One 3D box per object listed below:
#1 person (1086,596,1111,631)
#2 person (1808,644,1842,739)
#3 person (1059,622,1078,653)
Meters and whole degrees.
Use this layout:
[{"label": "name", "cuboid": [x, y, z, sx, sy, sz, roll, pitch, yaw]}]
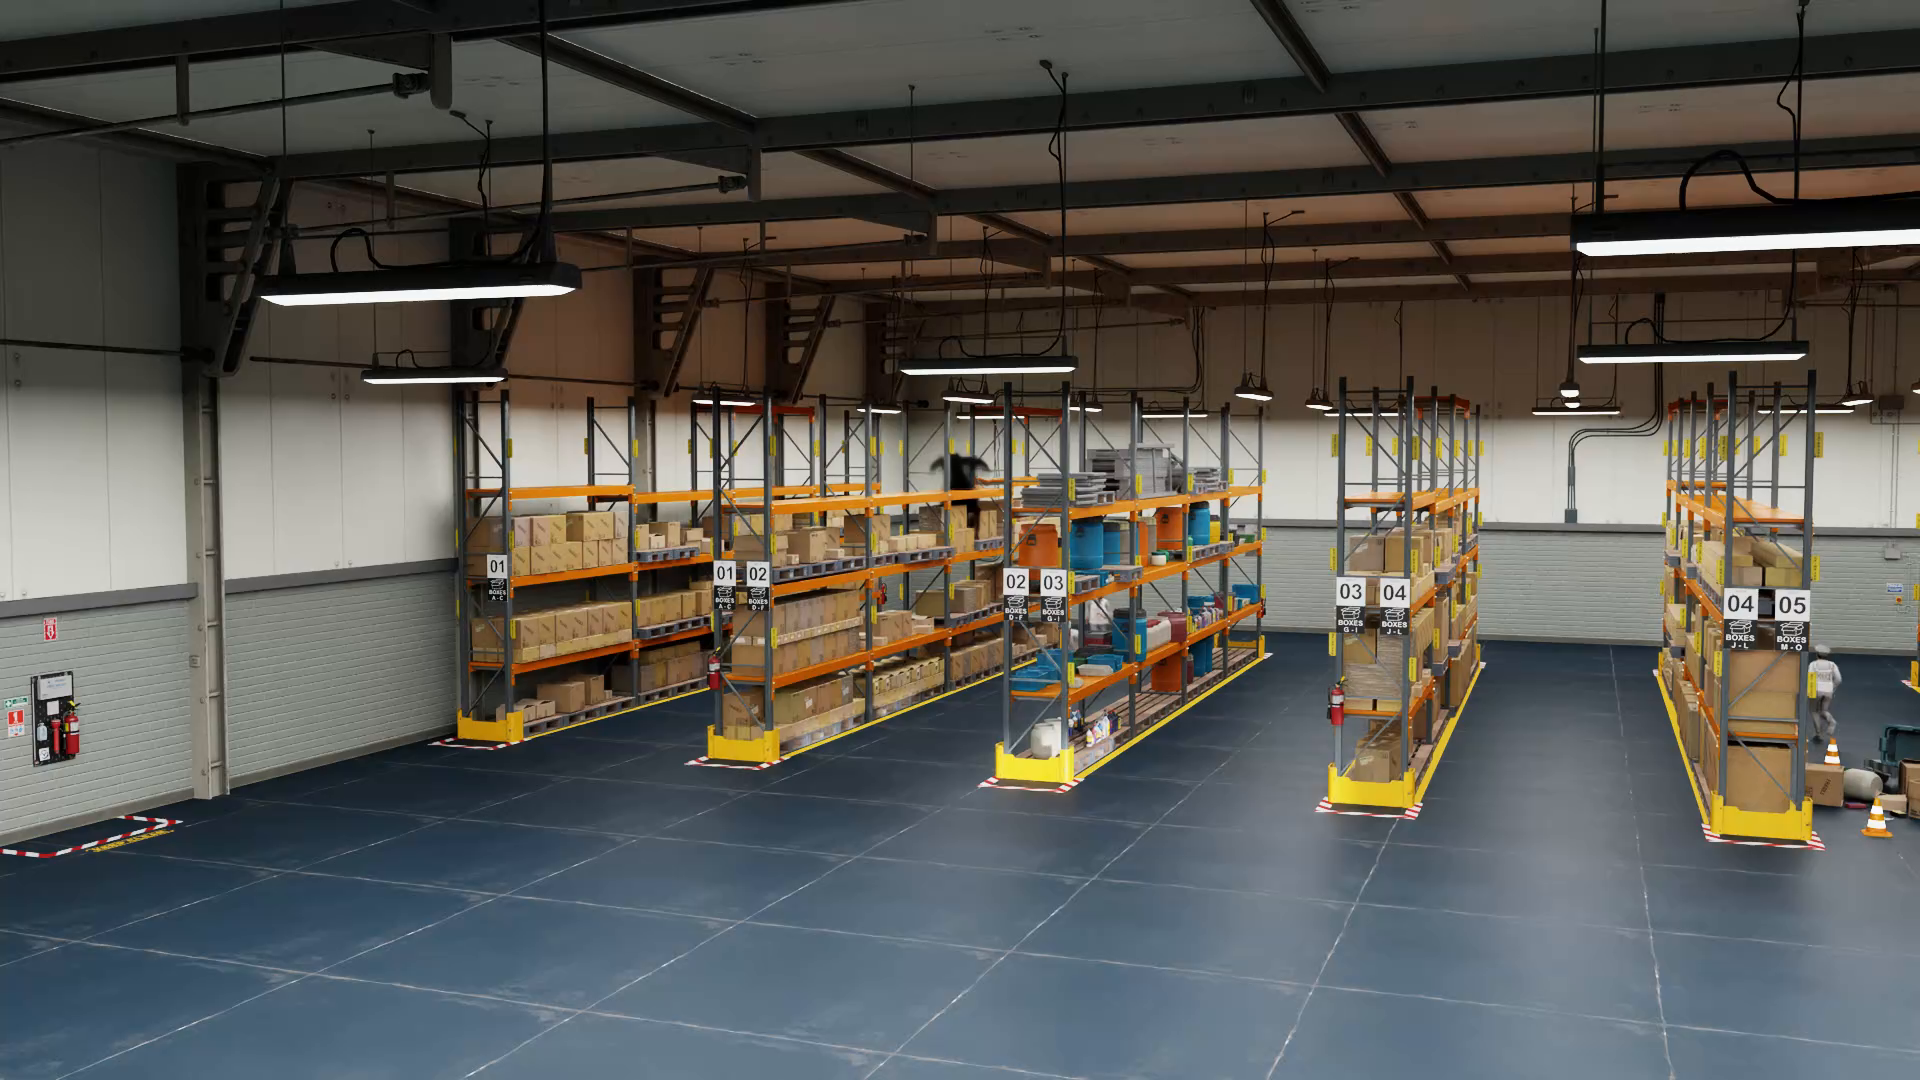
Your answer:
[{"label": "person", "cuboid": [3.235, 1.980, 38.924, 0.626, 1.799, 0.725, 1, 3, 11]}, {"label": "person", "cuboid": [14.770, 2.621, 28.469, 0.604, 1.637, 0.595, 1, 3, 12]}, {"label": "person", "cuboid": [2.410, 2.377, 33.767, 0.649, 1.575, 1.177, 3, 4, 41]}]
